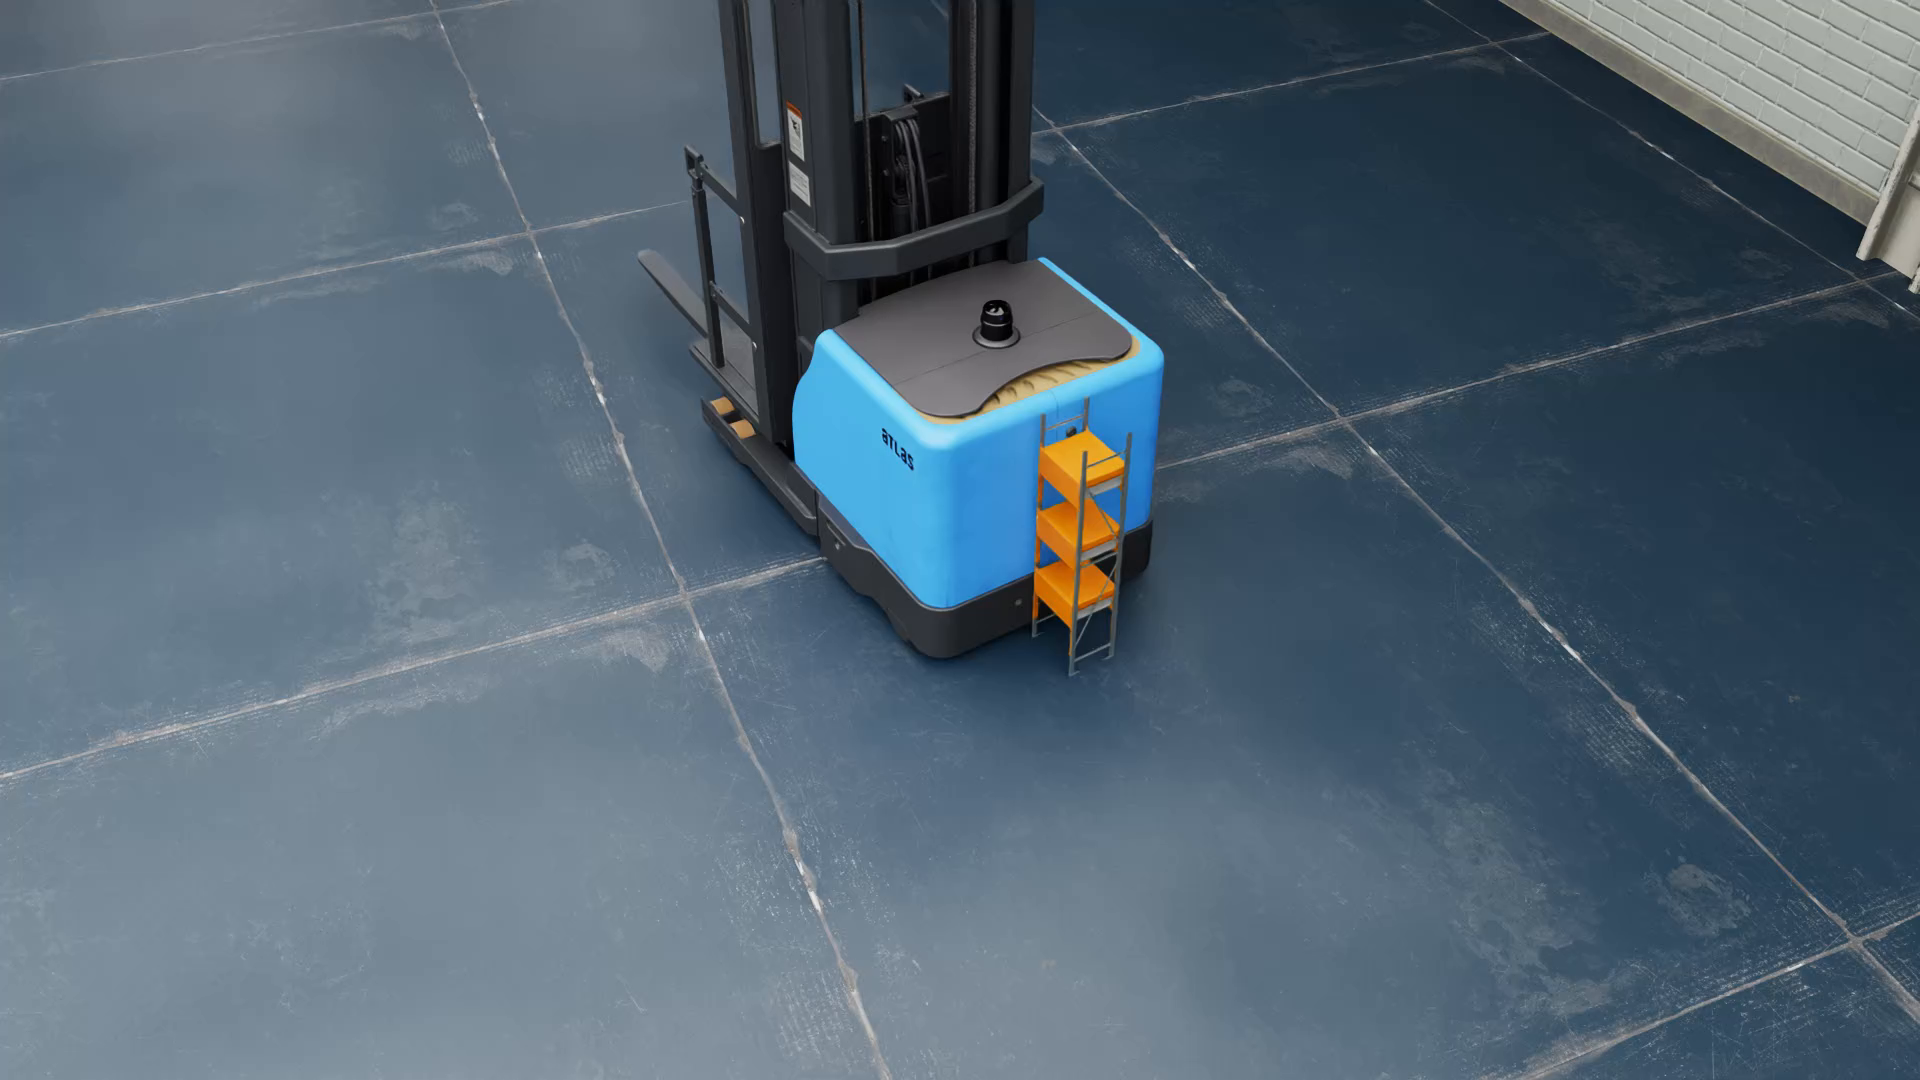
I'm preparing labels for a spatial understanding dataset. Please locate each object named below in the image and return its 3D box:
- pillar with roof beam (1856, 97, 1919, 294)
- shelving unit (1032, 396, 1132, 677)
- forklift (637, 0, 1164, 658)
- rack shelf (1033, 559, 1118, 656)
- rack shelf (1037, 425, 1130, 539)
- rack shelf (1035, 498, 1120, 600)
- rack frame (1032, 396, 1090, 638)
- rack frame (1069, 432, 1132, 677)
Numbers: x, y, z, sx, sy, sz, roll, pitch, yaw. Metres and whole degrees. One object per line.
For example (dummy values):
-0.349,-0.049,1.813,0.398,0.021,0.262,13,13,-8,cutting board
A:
0.777,-3.701,4.152,9.100,9.000,0.400,-15,43,-17,pillar with roof beam
0.425,0.006,5.938,0.215,1.050,0.252,-22,46,-24,shelving unit
-0.467,-1.611,6.375,1.130,2.935,3.031,-22,46,-24,forklift
0.425,0.225,6.126,0.215,0.259,0.240,-22,46,-24,rack shelf
0.425,-0.201,5.760,0.215,0.259,0.240,-22,46,-24,rack shelf
0.425,0.014,5.945,0.215,0.259,0.240,-22,46,-24,rack shelf
0.359,-0.061,6.016,0.200,1.050,0.008,-22,46,-24,rack frame
0.490,0.073,5.860,0.200,1.050,0.008,-22,46,-24,rack frame
